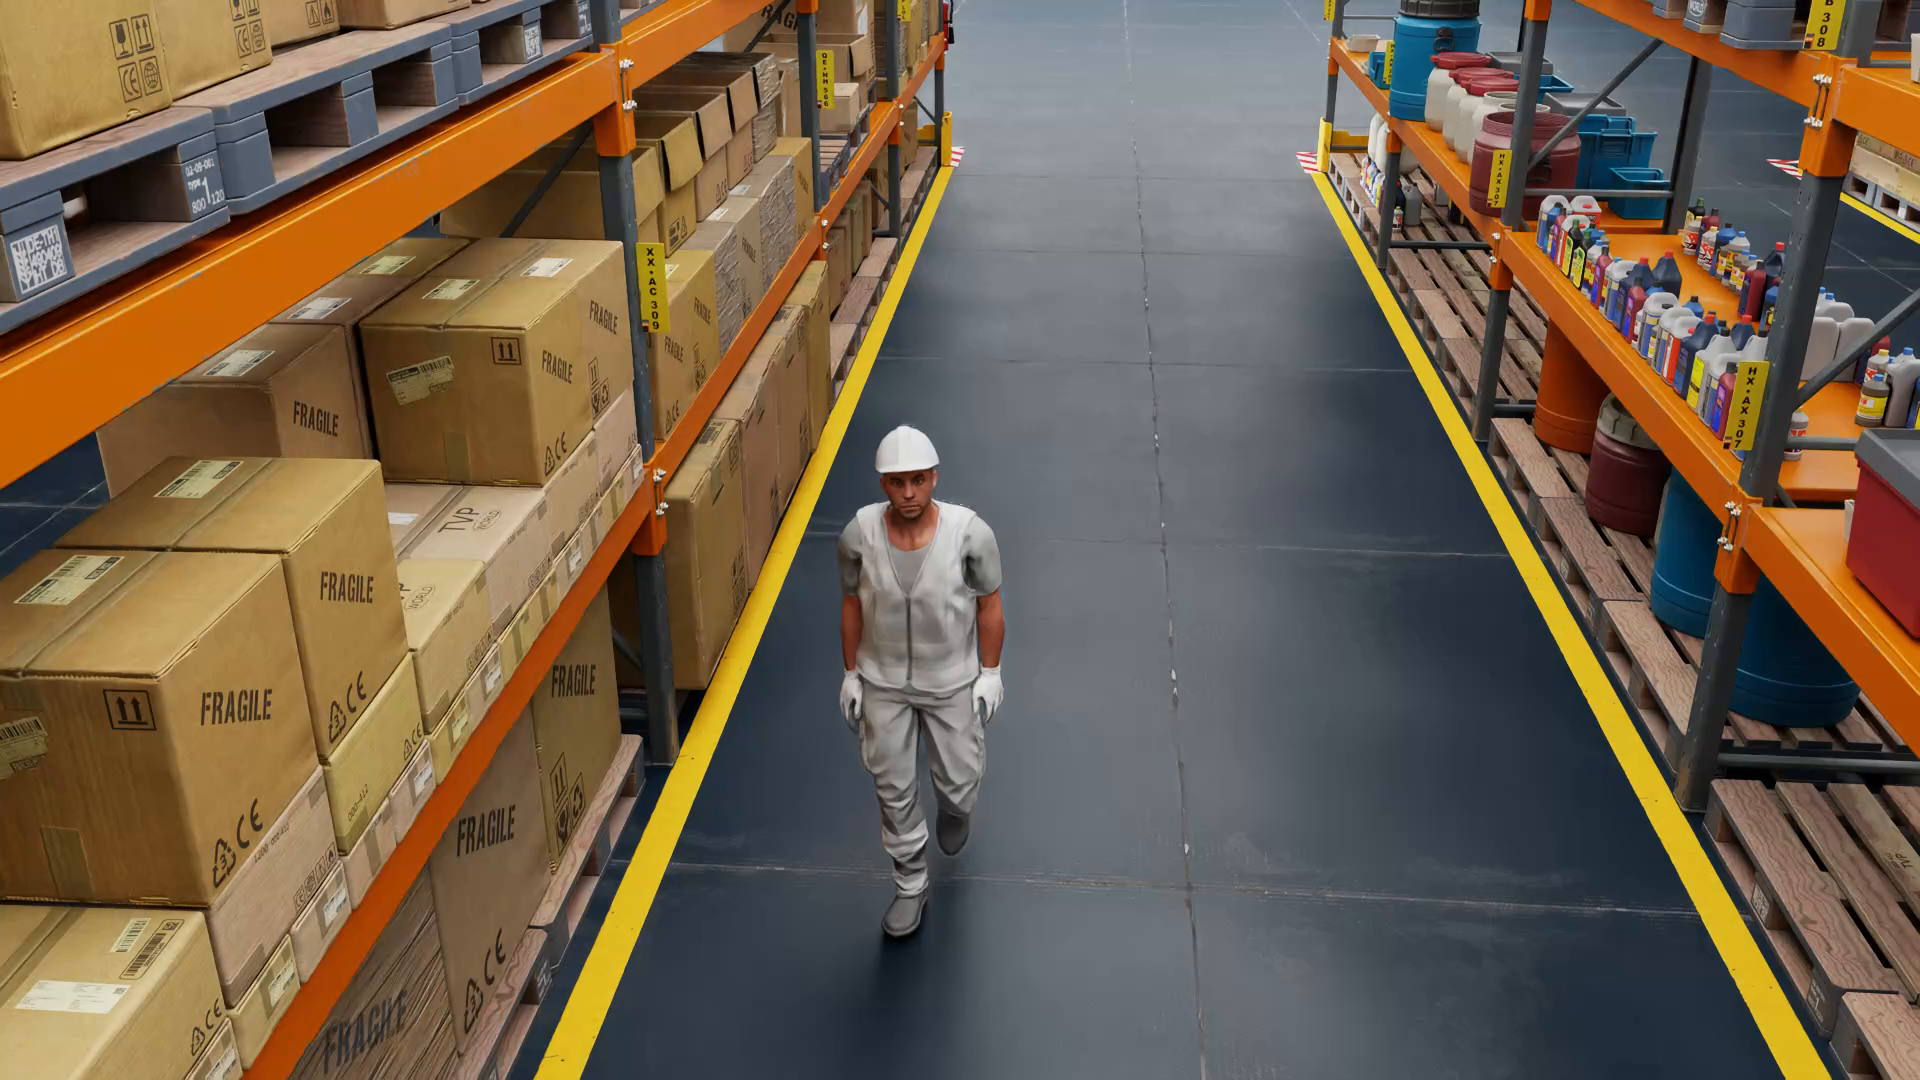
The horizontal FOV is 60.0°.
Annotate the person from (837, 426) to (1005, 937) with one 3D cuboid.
[{"bbox_3d":[-0.122,0.435,5.558,0.547,1.779,0.645,3,24,6],"label":"person"}]
